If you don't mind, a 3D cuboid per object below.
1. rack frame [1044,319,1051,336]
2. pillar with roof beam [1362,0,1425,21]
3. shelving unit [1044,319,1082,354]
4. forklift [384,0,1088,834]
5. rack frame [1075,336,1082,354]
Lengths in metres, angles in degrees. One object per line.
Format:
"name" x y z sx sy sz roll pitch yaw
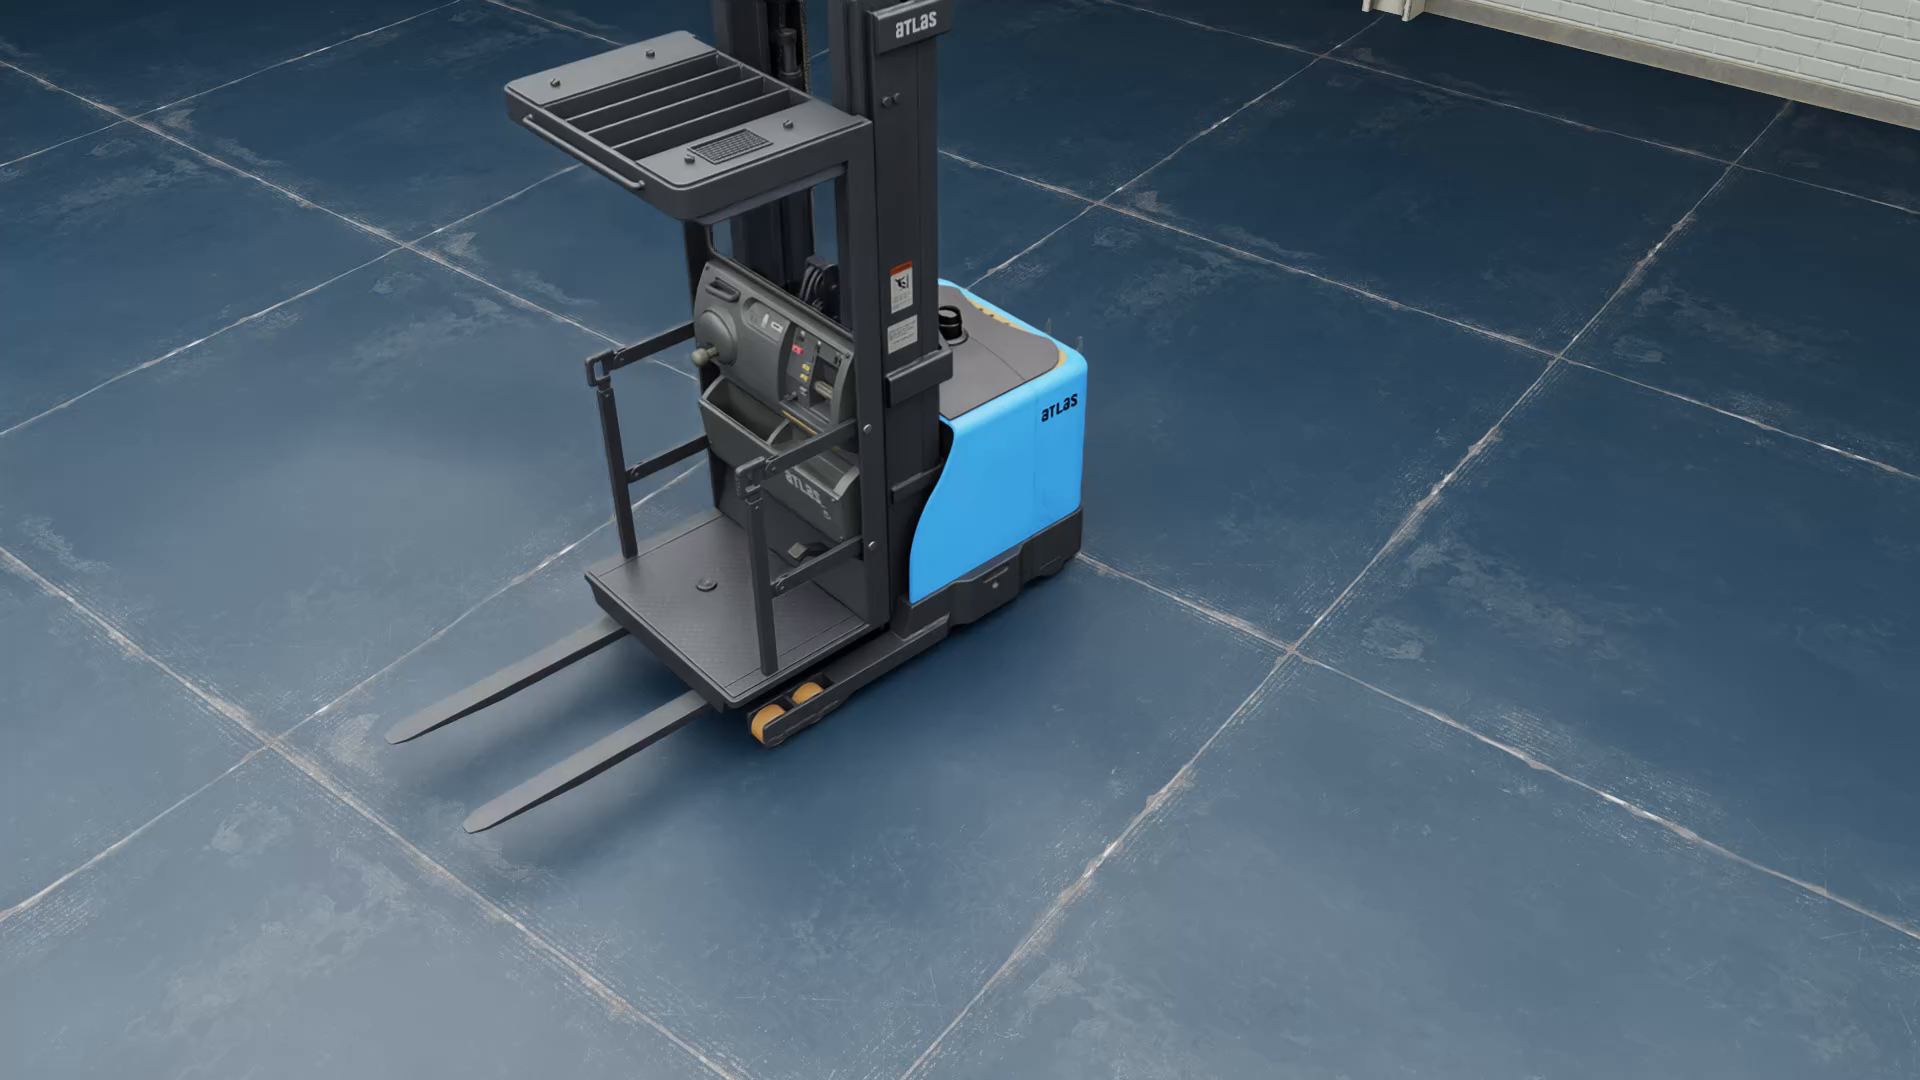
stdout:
"rack frame" 0.321 -0.603 7.790 0.240 0.900 0.006 -29 46 -32
"pillar with roof beam" 0.790 -5.600 7.603 0.400 9.000 9.100 25 45 29
"shelving unit" 0.389 -0.557 7.730 0.258 0.900 0.210 -29 46 -32
"forklift" -0.878 -0.691 6.255 3.031 2.935 1.130 -29 46 -32
"rack frame" 0.457 -0.510 7.671 0.240 0.900 0.006 -29 46 -32
